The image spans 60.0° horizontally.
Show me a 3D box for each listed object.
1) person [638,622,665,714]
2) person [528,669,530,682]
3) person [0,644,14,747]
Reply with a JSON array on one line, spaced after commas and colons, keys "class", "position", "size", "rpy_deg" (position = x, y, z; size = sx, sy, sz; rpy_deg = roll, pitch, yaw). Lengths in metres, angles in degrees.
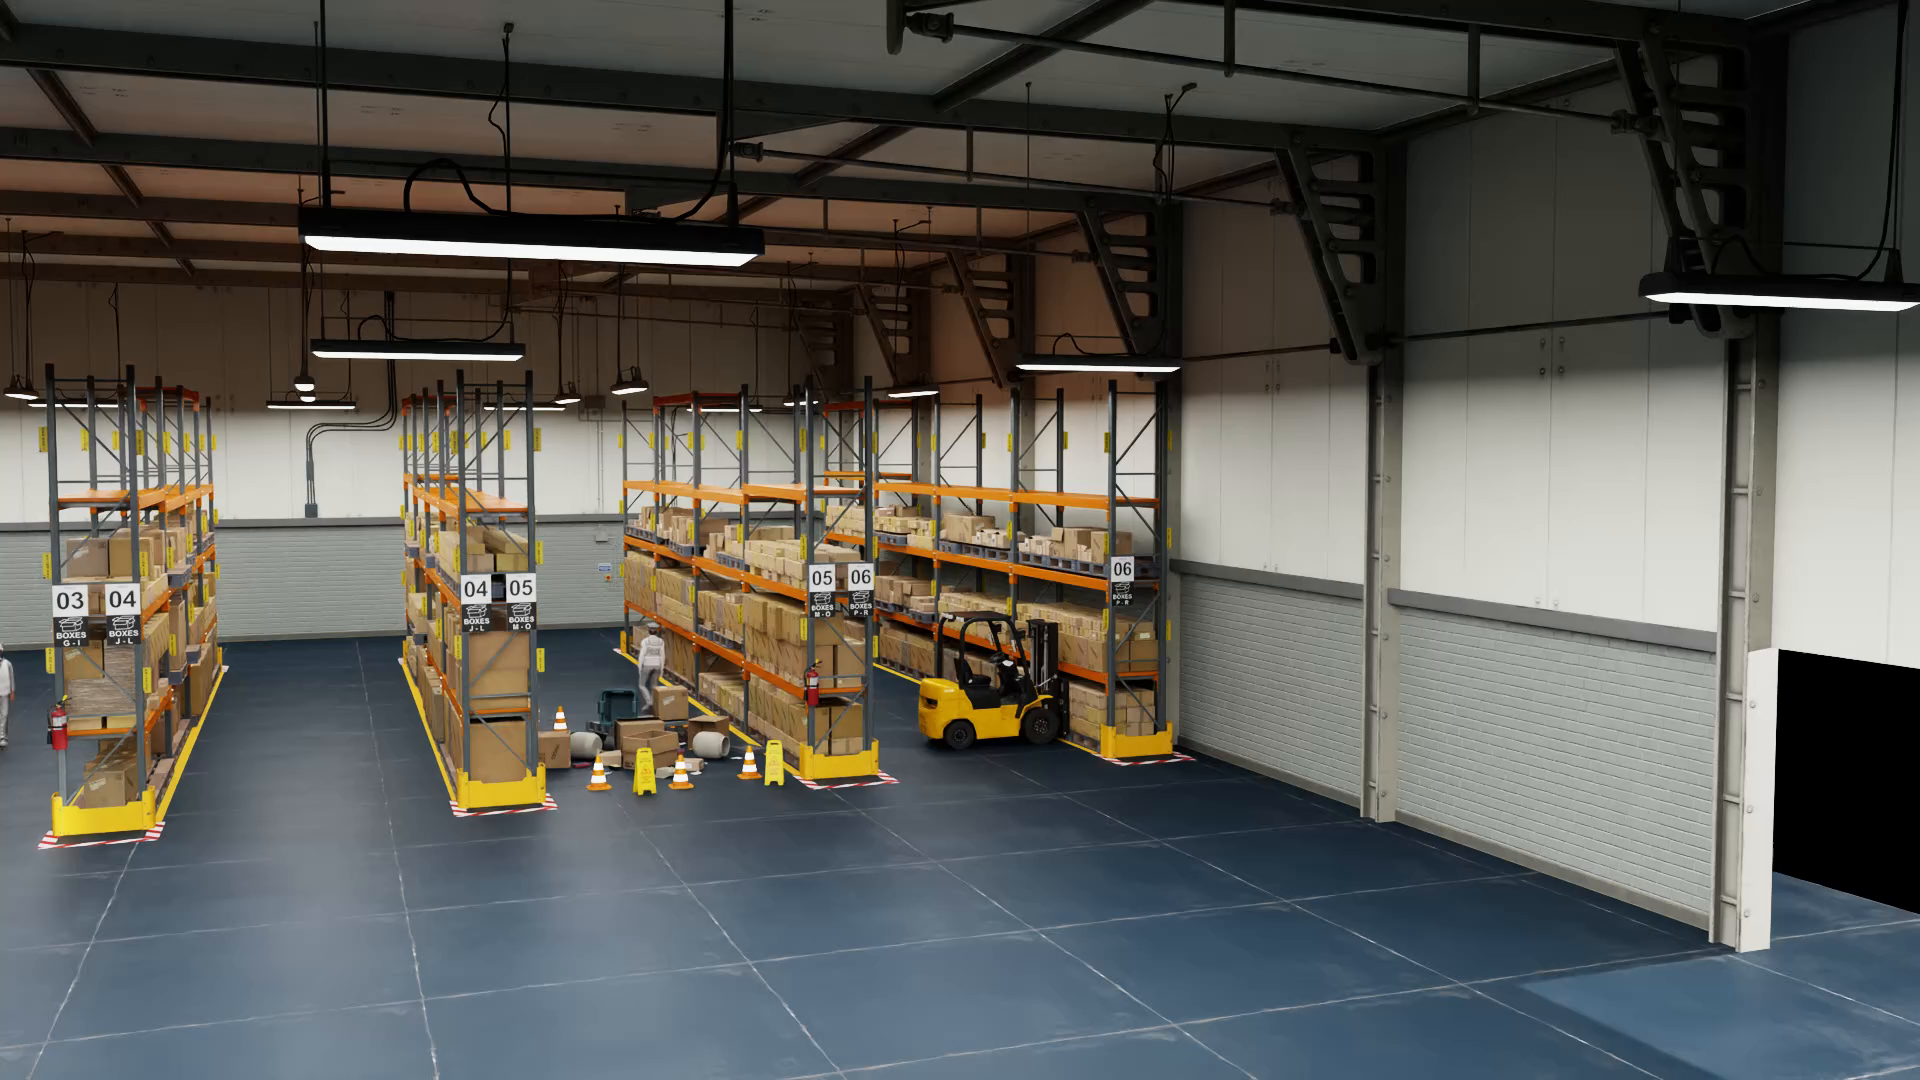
[{"class": "person", "position": [-5.671, 2.369, 30.642], "size": [0.520, 1.672, 0.437], "rpy_deg": [-2, 4, -27]}, {"class": "person", "position": [-9.178, 2.108, 34.562], "size": [0.609, 1.766, 0.512], "rpy_deg": [0, 3, 5]}, {"class": "person", "position": [-15.833, 2.529, 27.335], "size": [0.535, 1.710, 1.015], "rpy_deg": [-2, 4, -37]}]
